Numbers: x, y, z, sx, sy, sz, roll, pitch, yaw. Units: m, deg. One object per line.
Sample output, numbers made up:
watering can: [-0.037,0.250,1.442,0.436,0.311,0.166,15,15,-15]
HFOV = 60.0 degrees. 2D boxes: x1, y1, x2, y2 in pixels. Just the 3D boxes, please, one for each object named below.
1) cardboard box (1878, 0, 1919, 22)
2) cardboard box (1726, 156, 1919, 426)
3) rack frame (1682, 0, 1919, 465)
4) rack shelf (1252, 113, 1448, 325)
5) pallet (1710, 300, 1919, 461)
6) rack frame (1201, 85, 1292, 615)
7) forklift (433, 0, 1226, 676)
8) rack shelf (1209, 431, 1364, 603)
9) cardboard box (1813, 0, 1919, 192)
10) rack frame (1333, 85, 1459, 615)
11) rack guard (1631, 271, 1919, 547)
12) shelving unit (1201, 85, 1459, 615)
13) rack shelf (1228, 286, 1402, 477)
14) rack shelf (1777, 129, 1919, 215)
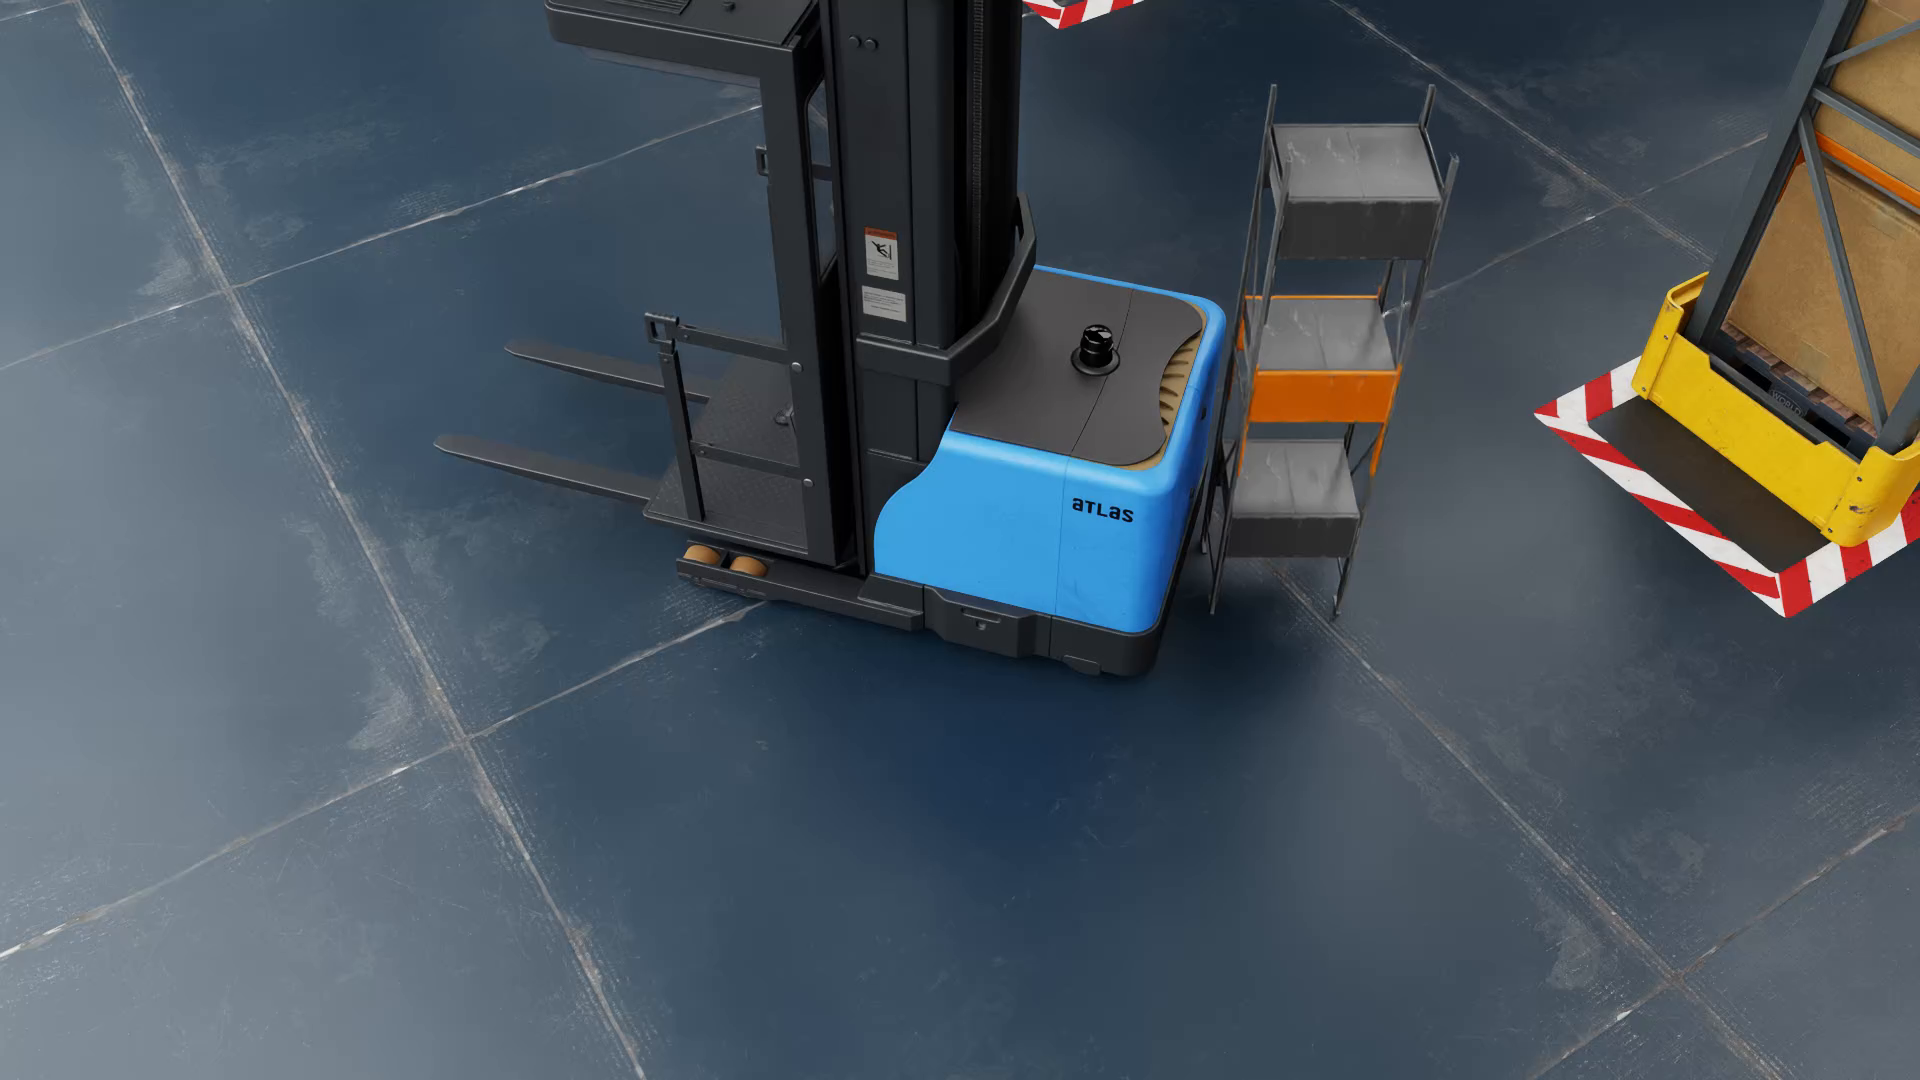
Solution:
cardboard box: [3.734,-1.929,5.581,0.550,0.550,0.875,-25,53,-21]
cardboard box: [3.937,-1.141,6.845,0.875,0.875,0.875,-25,53,-21]
rack frame: [3.399,-1.396,5.930,0.127,3.000,1.000,-25,53,-21]
rack shelf: [1.213,-1.015,5.272,0.480,0.518,0.431,0,48,0]
pallet: [4.034,-0.837,7.299,1.213,0.211,1.003,-25,53,-21]
rack frame: [0.972,-0.559,5.787,0.015,2.100,0.400,0,48,0]
forklift: [-0.595,-1.114,5.724,3.031,2.935,1.130,13,50,11]
rack shelf: [1.219,-0.084,6.318,0.480,0.518,0.431,0,48,0]
cardboard box: [3.689,-1.623,6.031,0.550,0.550,0.875,-25,53,-21]
rack frame: [1.460,-0.558,5.783,0.015,2.100,0.400,0,48,0]
rack guard: [3.379,-0.555,6.855,0.348,0.500,1.175,-25,53,-21]
shelving unit: [1.216,-0.558,5.785,0.503,2.100,0.431,0,48,0]
rack shelf: [1.216,-0.549,5.795,0.480,0.518,0.431,0,48,0]
rack shelf: [5.091,-1.954,6.909,4.000,0.370,1.077,-25,53,-21]
